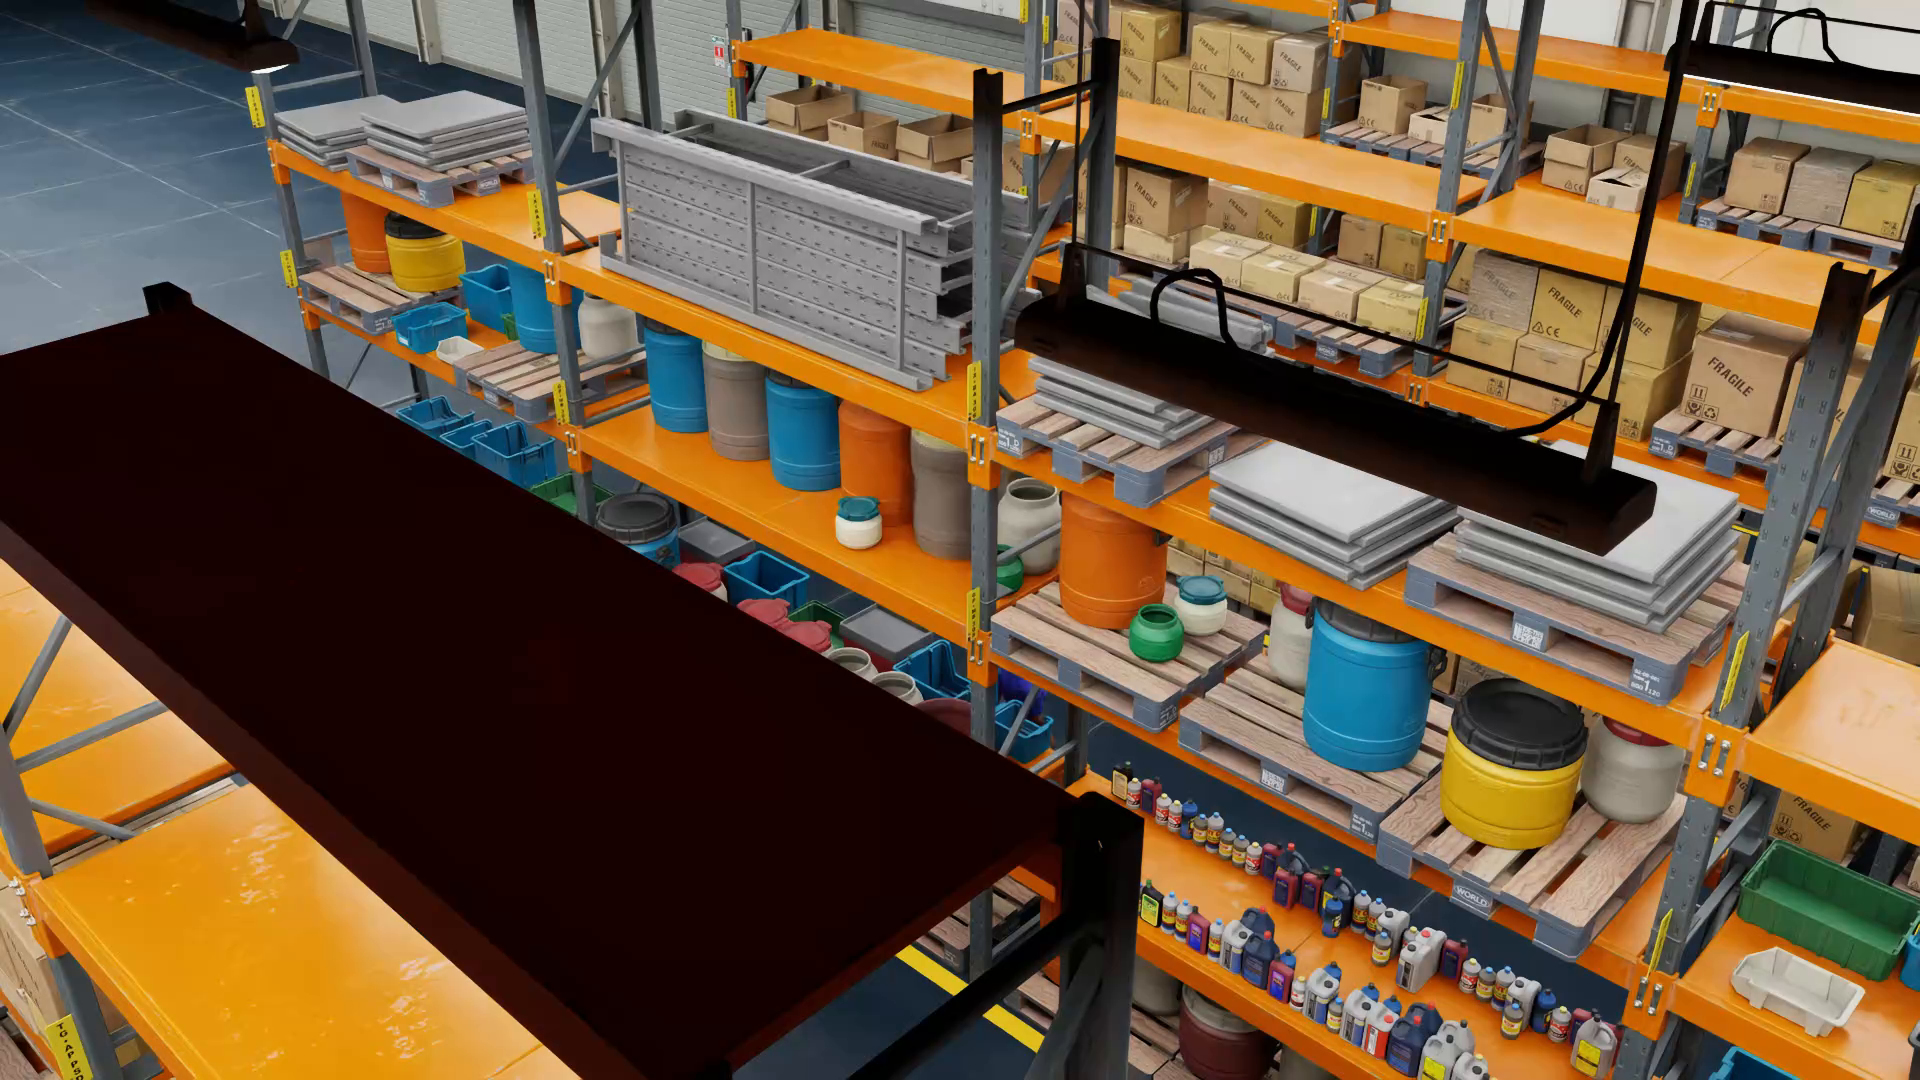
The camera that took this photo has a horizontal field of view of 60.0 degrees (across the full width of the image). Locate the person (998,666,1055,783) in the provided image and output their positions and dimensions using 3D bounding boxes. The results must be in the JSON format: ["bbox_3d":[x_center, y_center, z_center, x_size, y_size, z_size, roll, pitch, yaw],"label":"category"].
[{"bbox_3d":[0.516,1.361,12.170,0.681,1.647,0.580,-14,32,-24],"label":"person"}]

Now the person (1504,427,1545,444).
[{"bbox_3d":[5.443,-1.044,16.305,1.079,1.705,0.703,18,34,29],"label":"person"}]
